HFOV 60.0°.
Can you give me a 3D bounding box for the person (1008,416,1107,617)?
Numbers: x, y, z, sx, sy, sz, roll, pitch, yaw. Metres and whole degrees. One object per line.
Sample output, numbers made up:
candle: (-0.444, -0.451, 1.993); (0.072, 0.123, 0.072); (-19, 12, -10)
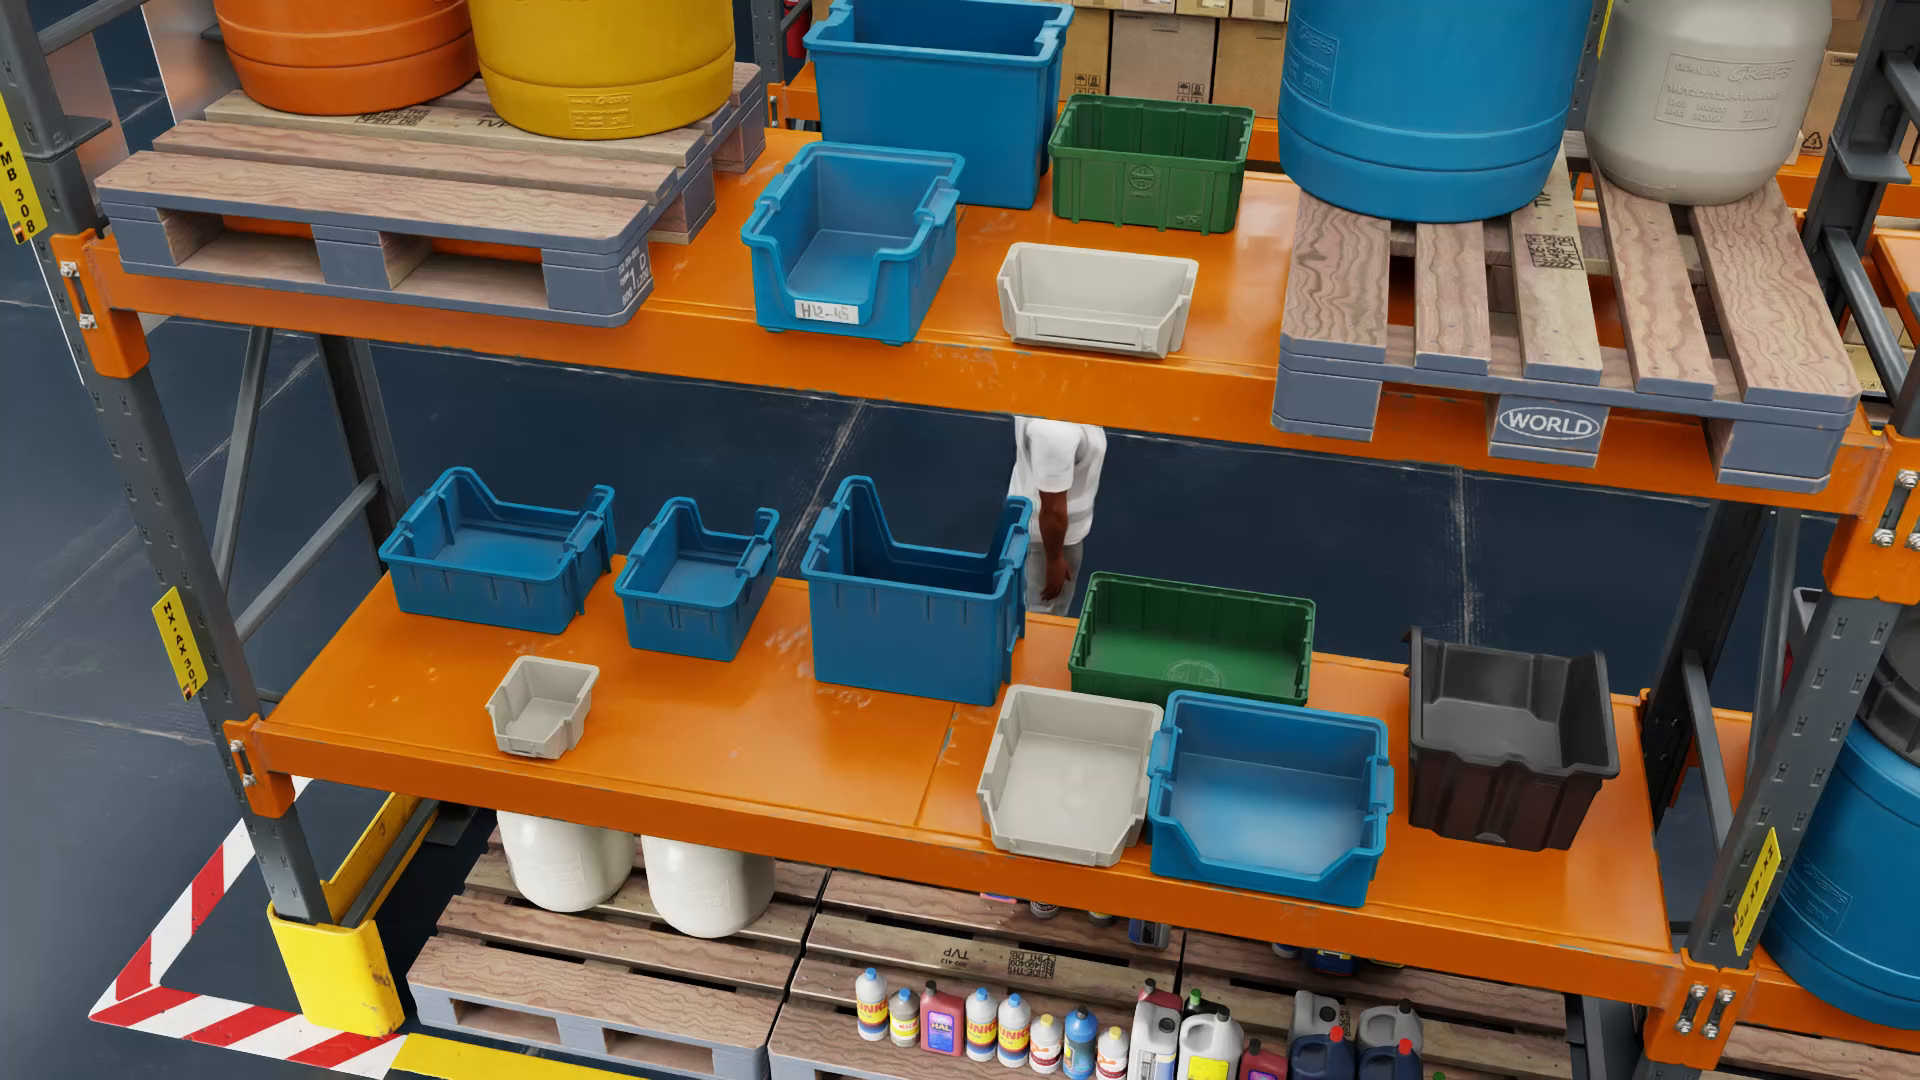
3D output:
person: (0.357, -0.080, 6.205); (0.360, 1.766, 0.605); (0, 36, 0)
